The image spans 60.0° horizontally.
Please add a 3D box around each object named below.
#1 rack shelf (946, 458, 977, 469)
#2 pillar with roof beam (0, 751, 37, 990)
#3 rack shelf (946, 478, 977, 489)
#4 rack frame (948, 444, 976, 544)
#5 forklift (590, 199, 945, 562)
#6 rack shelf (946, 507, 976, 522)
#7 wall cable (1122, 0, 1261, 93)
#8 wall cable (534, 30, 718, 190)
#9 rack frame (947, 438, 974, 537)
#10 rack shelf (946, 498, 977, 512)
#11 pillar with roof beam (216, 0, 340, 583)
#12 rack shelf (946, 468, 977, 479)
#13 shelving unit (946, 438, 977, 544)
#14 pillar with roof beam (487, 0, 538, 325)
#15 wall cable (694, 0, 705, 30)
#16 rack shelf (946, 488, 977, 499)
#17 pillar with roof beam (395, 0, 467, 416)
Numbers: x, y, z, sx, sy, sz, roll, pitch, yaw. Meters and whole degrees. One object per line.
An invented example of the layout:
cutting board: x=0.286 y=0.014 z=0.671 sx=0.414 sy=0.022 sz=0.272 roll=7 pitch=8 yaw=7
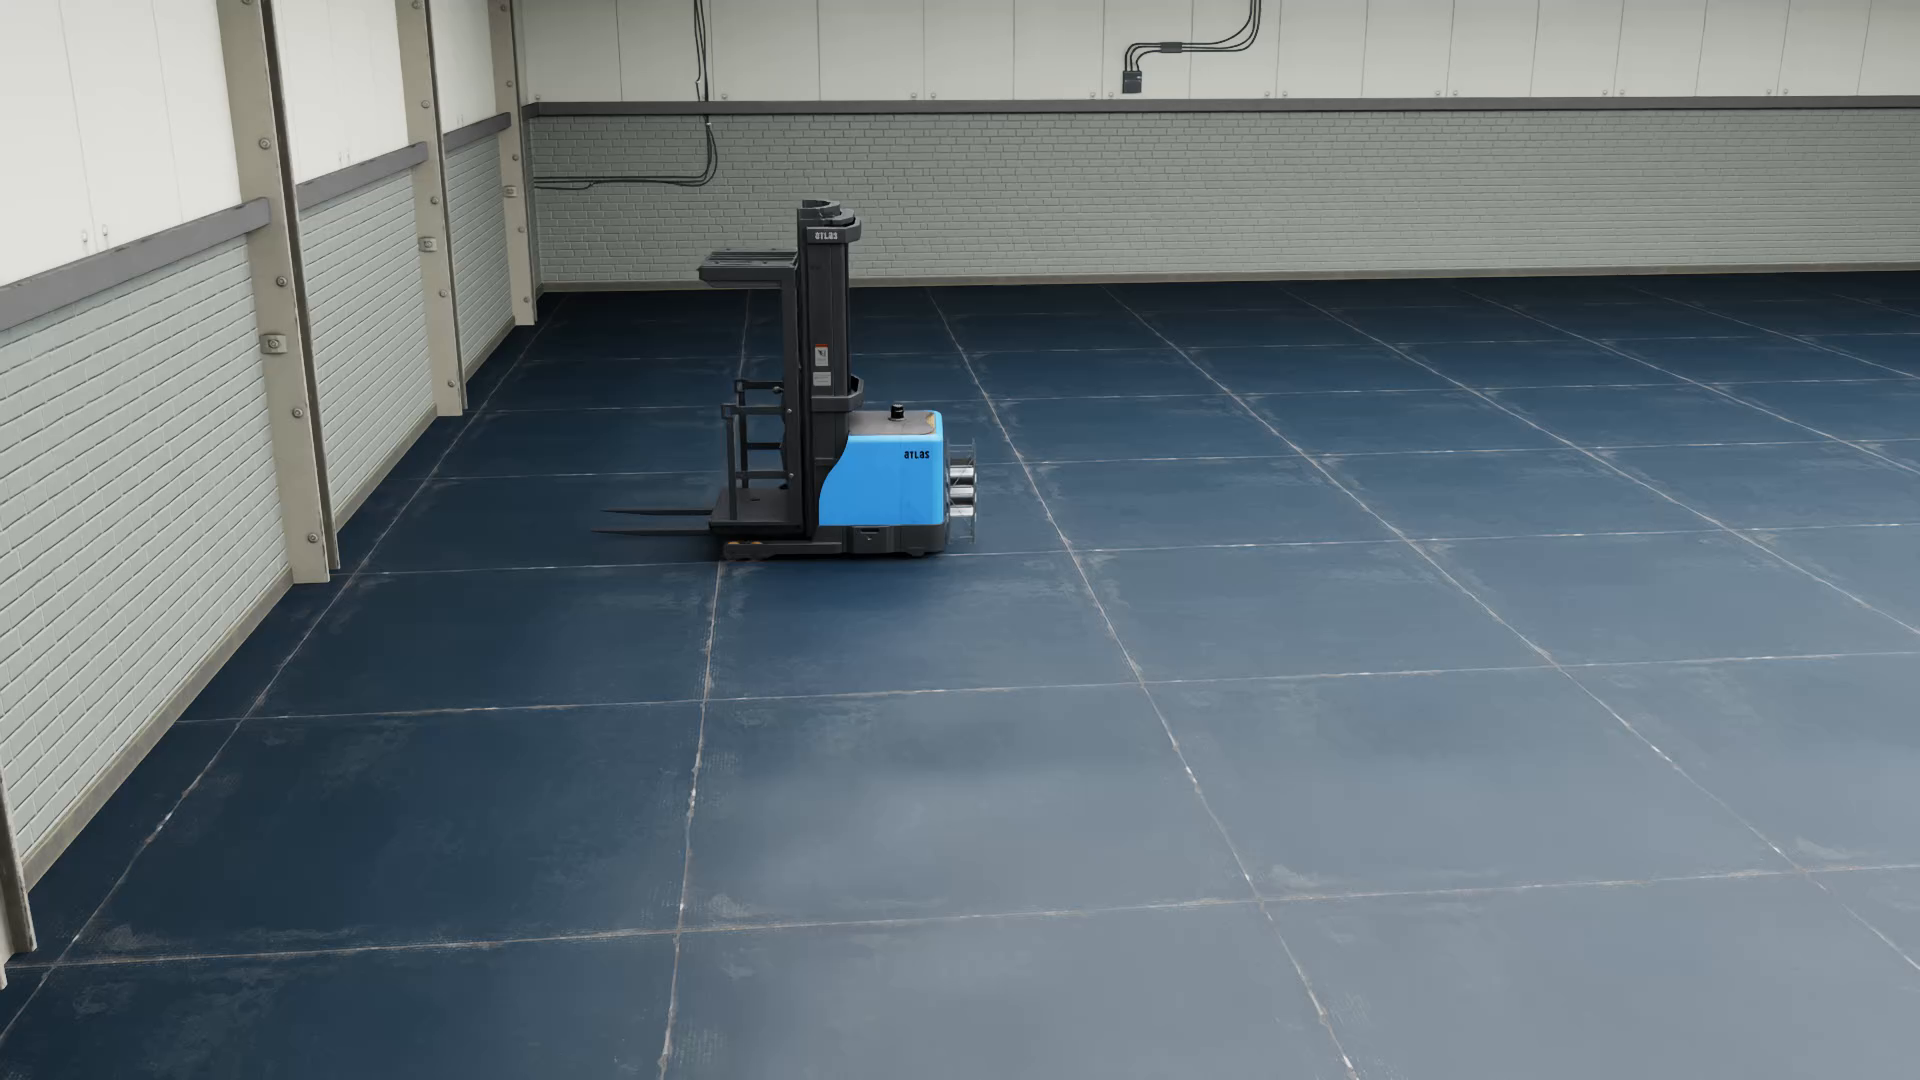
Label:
rack shelf: x=0.010 y=-0.653 z=14.463 sx=0.258 sy=0.077 sz=0.200 roll=-1 pitch=17 yaw=-3
pillar with roof beam: x=-0.432 y=-2.348 z=7.133 sx=9.100 sy=9.000 sz=0.400 roll=-2 pitch=18 yaw=-6
rack shelf: x=0.010 y=-0.481 z=14.517 sx=0.258 sy=0.077 sz=0.200 roll=-1 pitch=17 yaw=-3
rack frame: x=0.015 y=-0.397 z=14.437 sx=0.240 sy=0.900 sz=0.006 roll=-1 pitch=17 yaw=-3
forklift: x=-1.654 y=-1.376 z=14.166 sx=3.031 sy=2.935 sz=1.130 roll=0 pitch=17 yaw=-1
rack shelf: x=0.010 y=-0.223 z=14.598 sx=0.258 sy=0.077 sz=0.200 roll=-1 pitch=17 yaw=-3
wall cable: x=3.885 y=-10.408 z=27.127 sx=2.305 sy=6.003 sz=0.169 roll=-2 pitch=18 yaw=-6
wall cable: x=-5.559 y=-7.015 z=27.182 sx=3.097 sy=2.526 sz=0.112 roll=-2 pitch=18 yaw=-6
rack frame: x=0.005 y=-0.457 z=14.631 sx=0.240 sy=0.900 sz=0.006 roll=-1 pitch=17 yaw=-3
rack shelf: x=0.010 y=-0.309 z=14.571 sx=0.258 sy=0.077 sz=0.200 roll=-1 pitch=17 yaw=-3
pillar with roof beam: x=-1.051 y=-4.136 z=12.827 sx=9.100 sy=9.000 sz=0.400 roll=-2 pitch=18 yaw=-6
rack shelf: x=0.010 y=-0.567 z=14.490 sx=0.258 sy=0.077 sz=0.200 roll=-1 pitch=17 yaw=-3
shelving unit: x=0.010 y=-0.427 z=14.534 sx=0.258 sy=0.900 sz=0.210 roll=-1 pitch=17 yaw=-3
pillar with roof beam: x=-2.288 y=-7.711 z=24.215 sx=9.100 sy=9.000 sz=0.400 roll=-2 pitch=18 yaw=-6
wall cable: x=-2.868 y=-9.508 z=26.692 sx=3.097 sy=2.526 sz=0.112 roll=-2 pitch=18 yaw=-6
rack shelf: x=0.010 y=-0.395 z=14.544 sx=0.258 sy=0.077 sz=0.200 roll=-1 pitch=17 yaw=-3
pillar with roof beam: x=-1.670 y=-5.923 z=18.521 sx=9.100 sy=9.000 sz=0.400 roll=-2 pitch=18 yaw=-6
